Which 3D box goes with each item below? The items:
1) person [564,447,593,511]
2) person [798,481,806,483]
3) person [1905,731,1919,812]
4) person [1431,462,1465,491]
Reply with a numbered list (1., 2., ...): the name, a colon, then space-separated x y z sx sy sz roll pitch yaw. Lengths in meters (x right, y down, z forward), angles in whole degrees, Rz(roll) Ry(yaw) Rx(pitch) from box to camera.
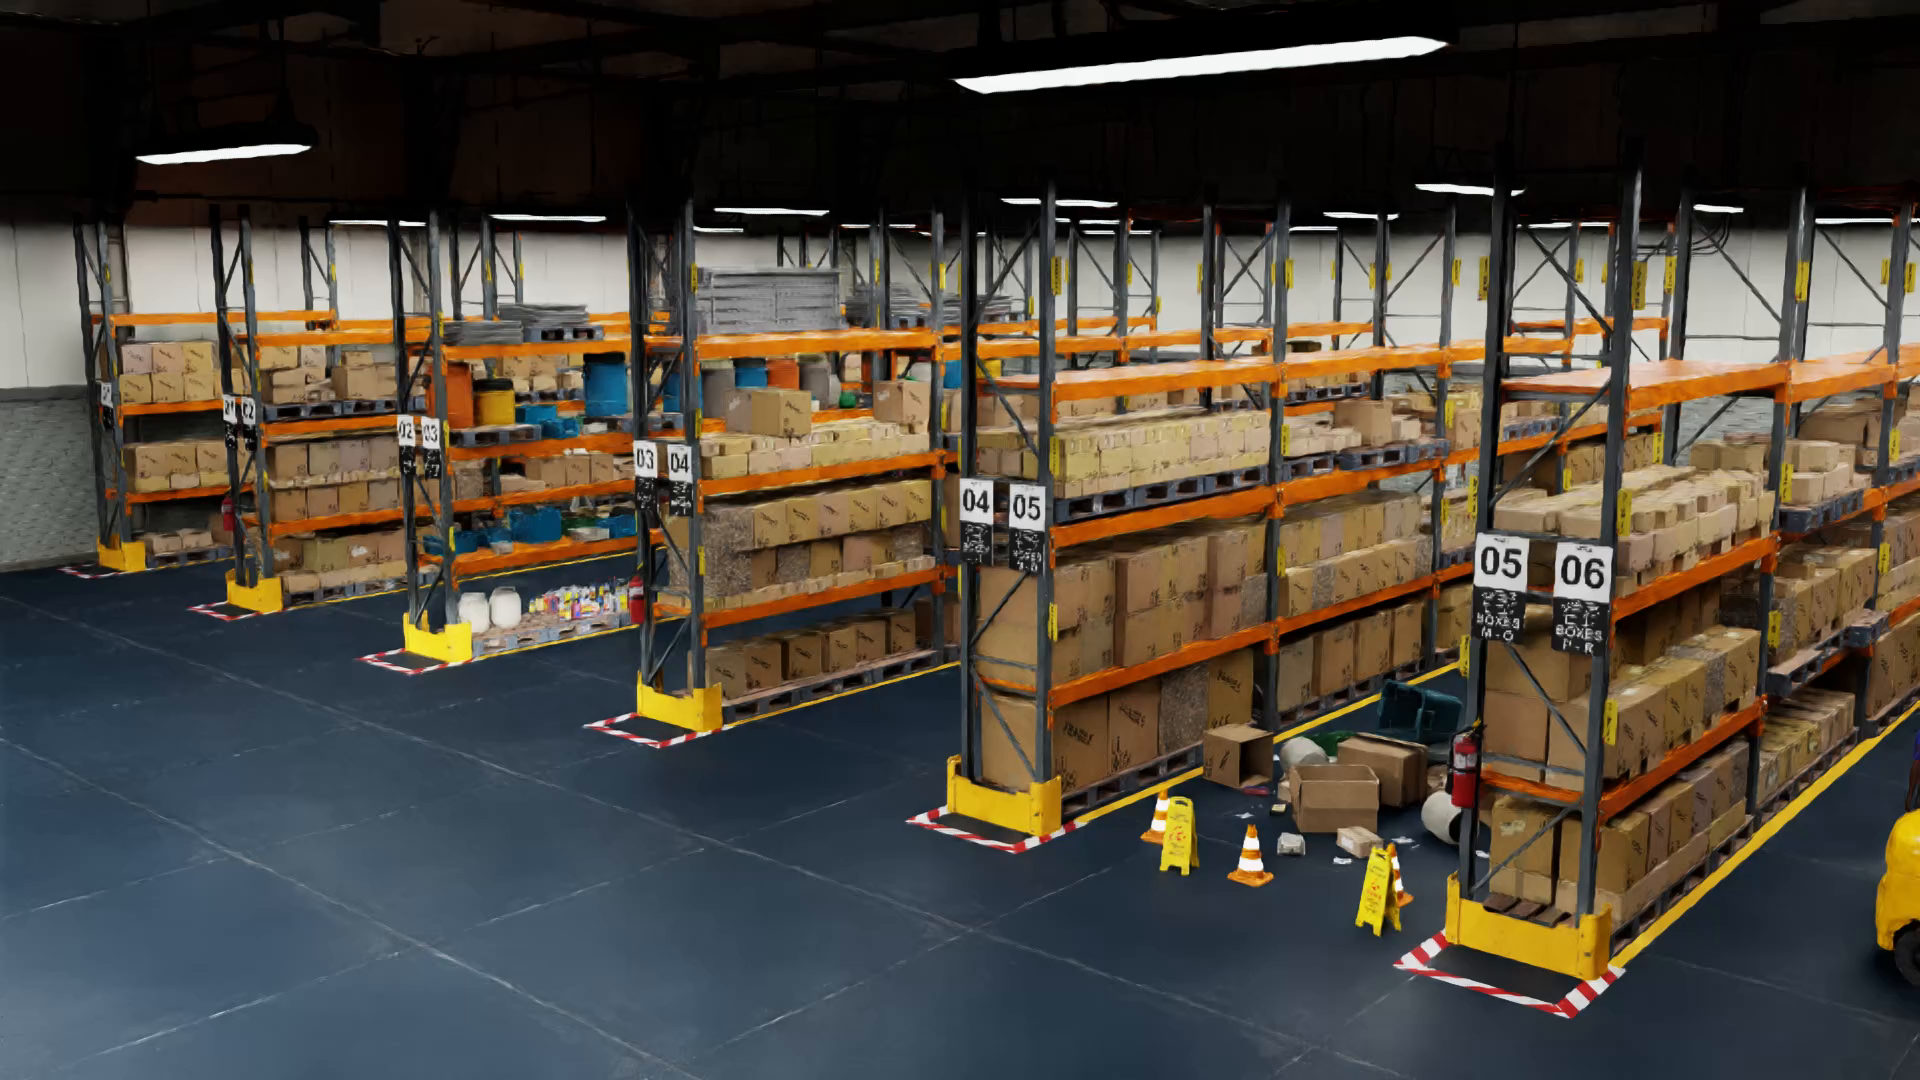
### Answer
1. person: -7.782 -1.270 33.596 0.580 1.715 1.105 6 11 32
2. person: -2.304 -0.138 25.546 0.655 1.593 0.825 4 10 23
3. person: 8.029 2.081 13.725 0.574 1.653 0.549 -3 10 -18
4. person: 9.942 -1.305 33.928 0.699 1.706 0.840 4 10 23
